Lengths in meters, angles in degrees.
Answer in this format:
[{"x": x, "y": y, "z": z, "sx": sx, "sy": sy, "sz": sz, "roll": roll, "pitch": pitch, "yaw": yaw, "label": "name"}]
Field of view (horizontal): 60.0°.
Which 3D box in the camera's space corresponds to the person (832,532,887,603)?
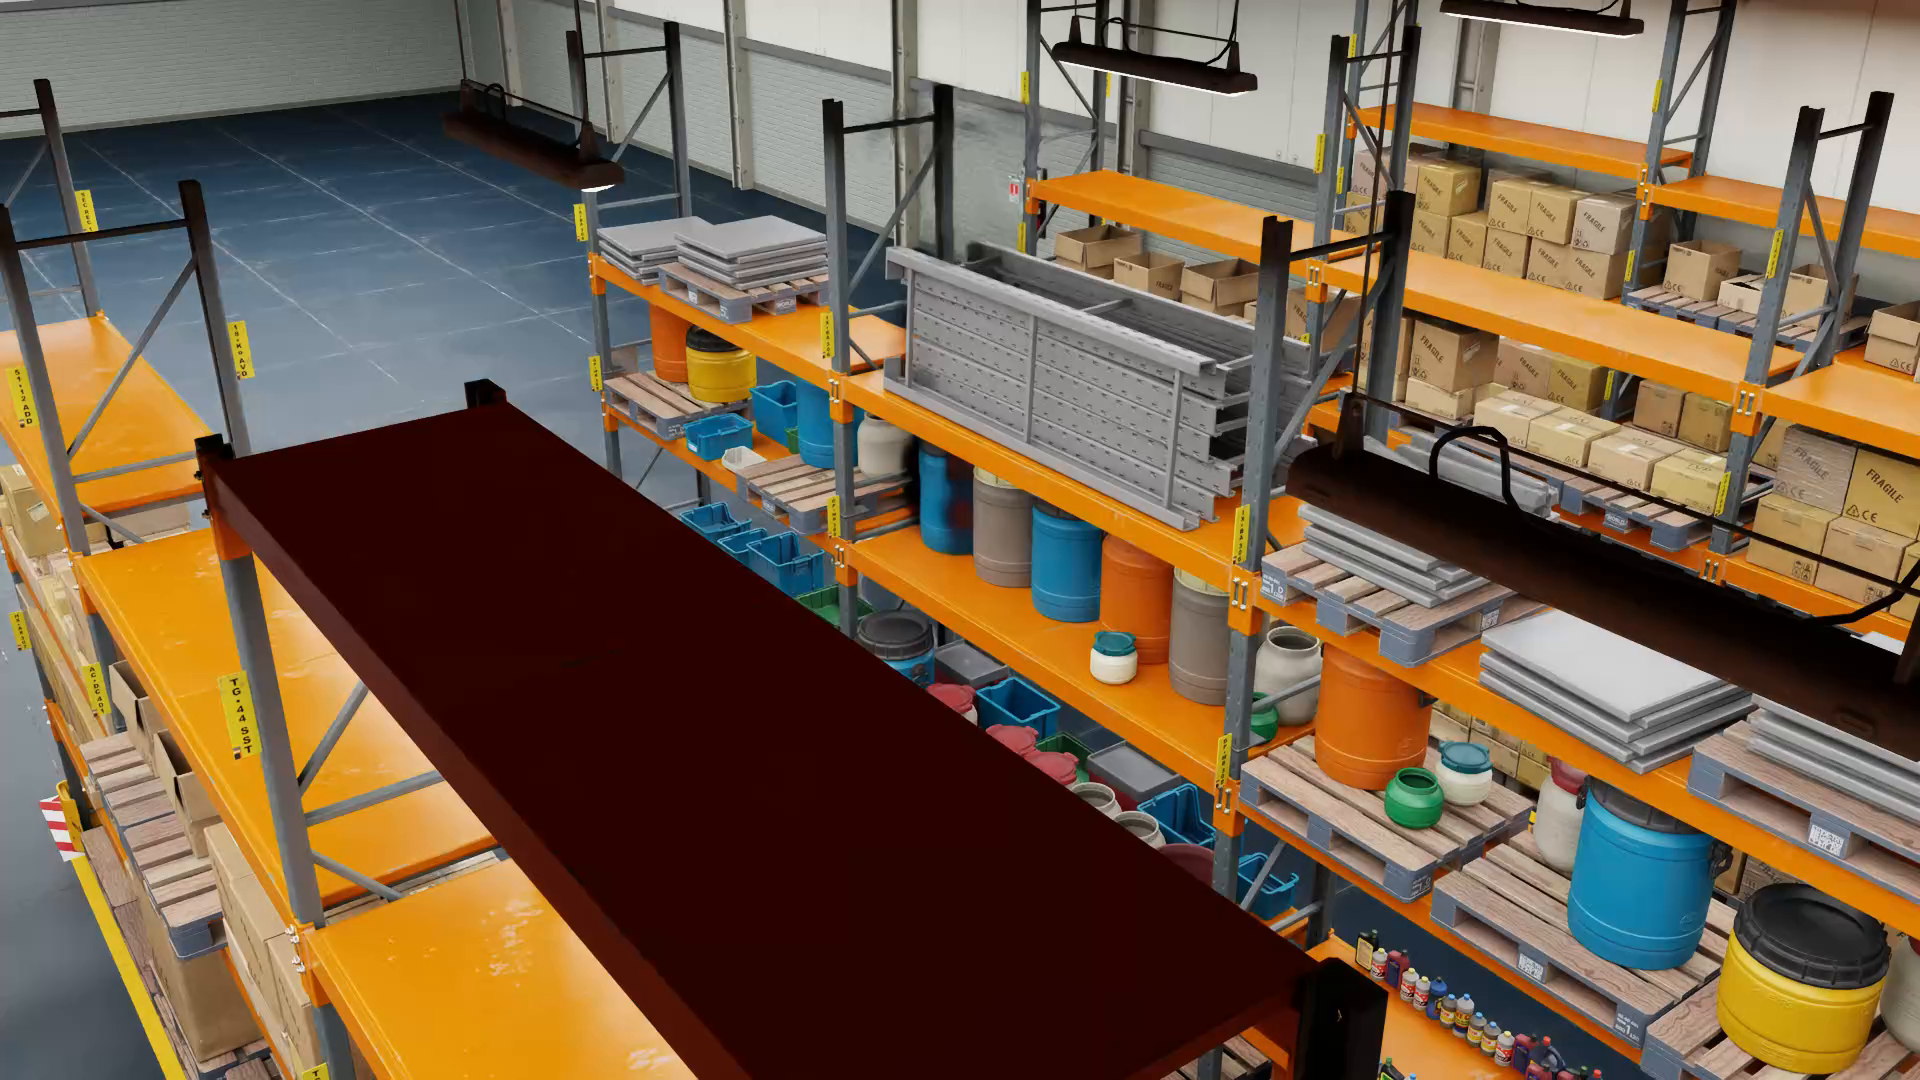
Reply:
[{"x": -1.046, "y": 0.211, "z": 16.575, "sx": 0.552, "sy": 1.638, "sz": 0.807, "roll": -22, "pitch": 33, "yaw": -39, "label": "person"}]
